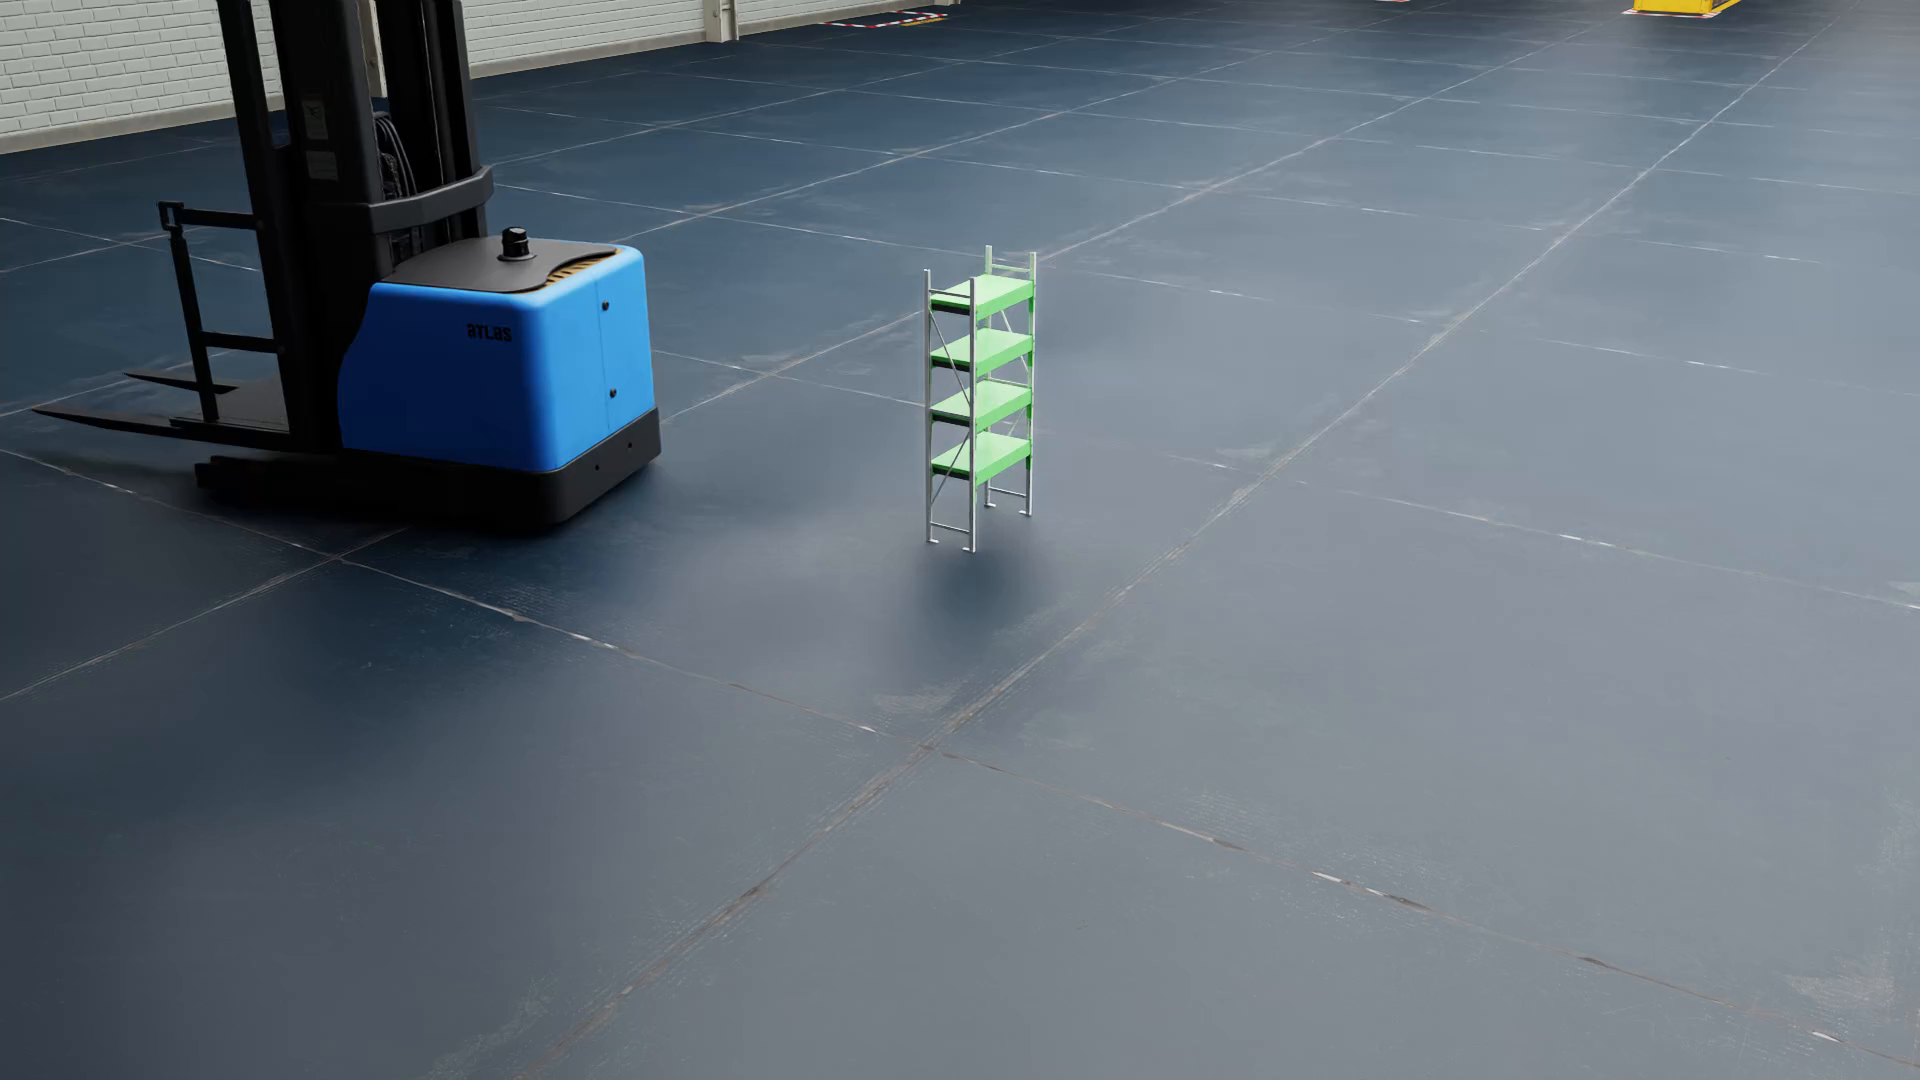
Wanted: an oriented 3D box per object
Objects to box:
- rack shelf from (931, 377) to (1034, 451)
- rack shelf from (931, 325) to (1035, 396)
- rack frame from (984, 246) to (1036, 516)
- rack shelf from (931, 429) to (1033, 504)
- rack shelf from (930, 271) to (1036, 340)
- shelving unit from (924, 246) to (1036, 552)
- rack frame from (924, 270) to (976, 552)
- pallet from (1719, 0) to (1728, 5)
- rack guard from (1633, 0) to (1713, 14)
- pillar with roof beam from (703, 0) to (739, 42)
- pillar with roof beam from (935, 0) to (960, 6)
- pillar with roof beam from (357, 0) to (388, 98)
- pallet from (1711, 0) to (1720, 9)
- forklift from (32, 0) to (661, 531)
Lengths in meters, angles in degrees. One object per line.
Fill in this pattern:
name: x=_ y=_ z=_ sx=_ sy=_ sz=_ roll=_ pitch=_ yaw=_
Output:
rack shelf: x=0.087 y=-0.548 z=7.166 sx=0.258 sy=0.148 sz=0.480 roll=14 pitch=27 yaw=29
rack shelf: x=0.087 y=-0.768 z=7.071 sx=0.258 sy=0.148 sz=0.480 roll=14 pitch=27 yaw=29
rack frame: x=0.216 y=-0.689 z=7.331 sx=0.240 sy=1.200 sz=0.015 roll=14 pitch=27 yaw=29
rack shelf: x=0.087 y=-0.328 z=7.261 sx=0.258 sy=0.148 sz=0.480 roll=14 pitch=27 yaw=29
rack shelf: x=0.087 y=-0.988 z=6.975 sx=0.258 sy=0.148 sz=0.480 roll=14 pitch=27 yaw=29
shelving unit: x=0.087 y=-0.606 z=7.141 sx=0.258 sy=1.200 sz=0.503 roll=14 pitch=27 yaw=29
rack frame: x=-0.041 y=-0.524 z=6.950 sx=0.240 sy=1.200 sz=0.015 roll=14 pitch=27 yaw=29
pallet: x=12.796 y=-9.493 z=28.914 sx=1.003 sy=0.211 sz=1.213 roll=14 pitch=27 yaw=29
rack guard: x=11.718 y=-8.943 z=27.278 sx=1.175 sy=0.500 sz=0.348 roll=14 pitch=27 yaw=29
pillar with roof beam: x=0.263 y=-10.349 z=19.828 sx=9.100 sy=9.000 sz=0.400 roll=14 pitch=27 yaw=29
pillar with roof beam: x=3.428 y=-12.374 z=24.506 sx=9.100 sy=9.000 sz=0.400 roll=14 pitch=27 yaw=29
pillar with roof beam: x=-2.902 y=-8.324 z=15.151 sx=9.100 sy=9.000 sz=0.400 roll=14 pitch=27 yaw=29
pallet: x=12.151 y=-9.083 z=27.966 sx=1.003 sy=0.211 sz=1.213 roll=14 pitch=27 yaw=29
forklift: x=-3.020 y=-1.719 z=7.532 sx=3.031 sy=2.935 sz=1.130 roll=7 pitch=25 yaw=17
